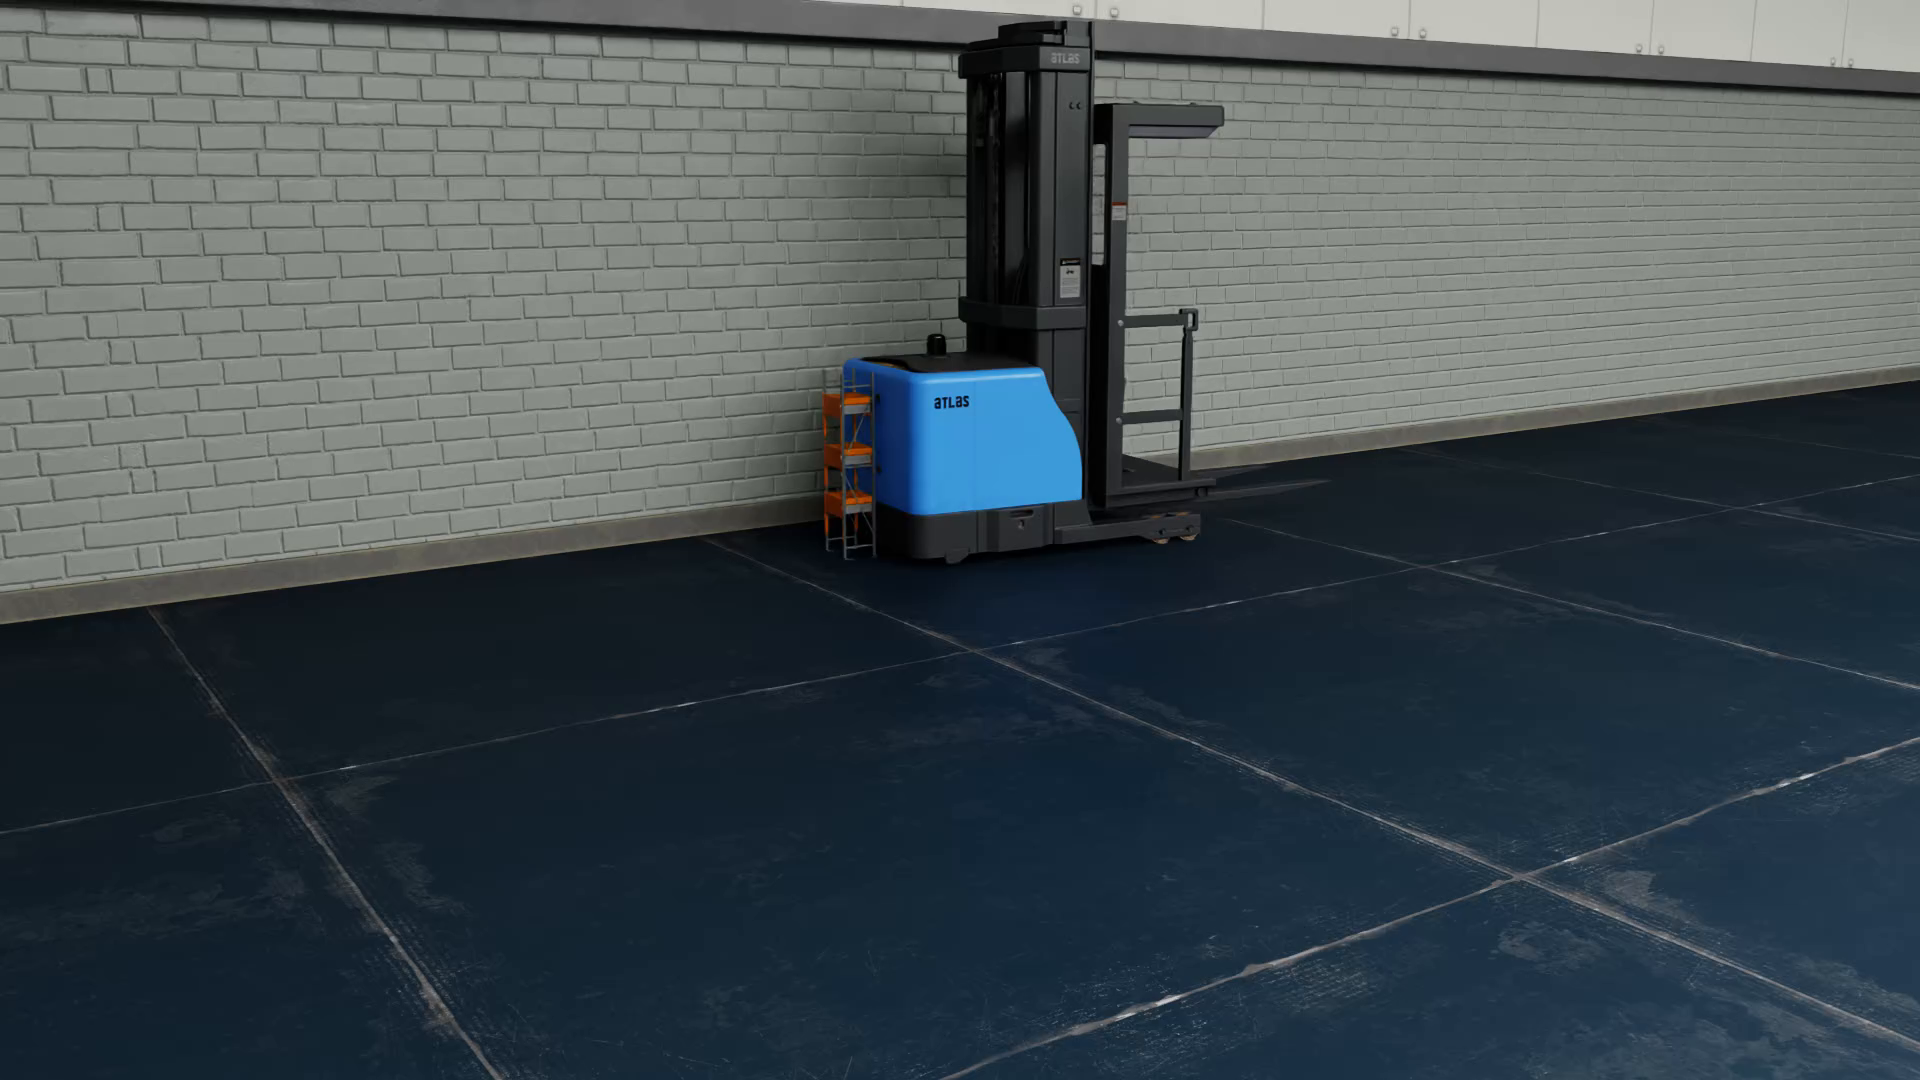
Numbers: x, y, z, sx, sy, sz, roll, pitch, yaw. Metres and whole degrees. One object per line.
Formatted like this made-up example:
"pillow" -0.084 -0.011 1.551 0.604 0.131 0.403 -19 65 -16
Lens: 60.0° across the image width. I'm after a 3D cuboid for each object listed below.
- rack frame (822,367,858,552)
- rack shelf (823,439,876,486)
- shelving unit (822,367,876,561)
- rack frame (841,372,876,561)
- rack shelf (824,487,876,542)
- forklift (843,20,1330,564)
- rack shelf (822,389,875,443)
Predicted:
"rack frame" -0.683 -0.453 9.476 0.200 1.050 0.008 -7 14 -28
"rack shelf" -0.624 -0.420 9.373 0.215 0.259 0.240 -7 14 -28
"shelving unit" -0.624 -0.430 9.371 0.215 1.050 0.252 -7 14 -28
"rack frame" -0.565 -0.407 9.267 0.200 1.050 0.008 -7 14 -28
"rack shelf" -0.624 -0.148 9.433 0.215 0.259 0.240 -7 14 -28
"forklift" 0.852 -1.500 9.860 3.031 2.935 1.130 -6 14 -27
"rack shelf" -0.624 -0.697 9.313 0.215 0.259 0.240 -7 14 -28
